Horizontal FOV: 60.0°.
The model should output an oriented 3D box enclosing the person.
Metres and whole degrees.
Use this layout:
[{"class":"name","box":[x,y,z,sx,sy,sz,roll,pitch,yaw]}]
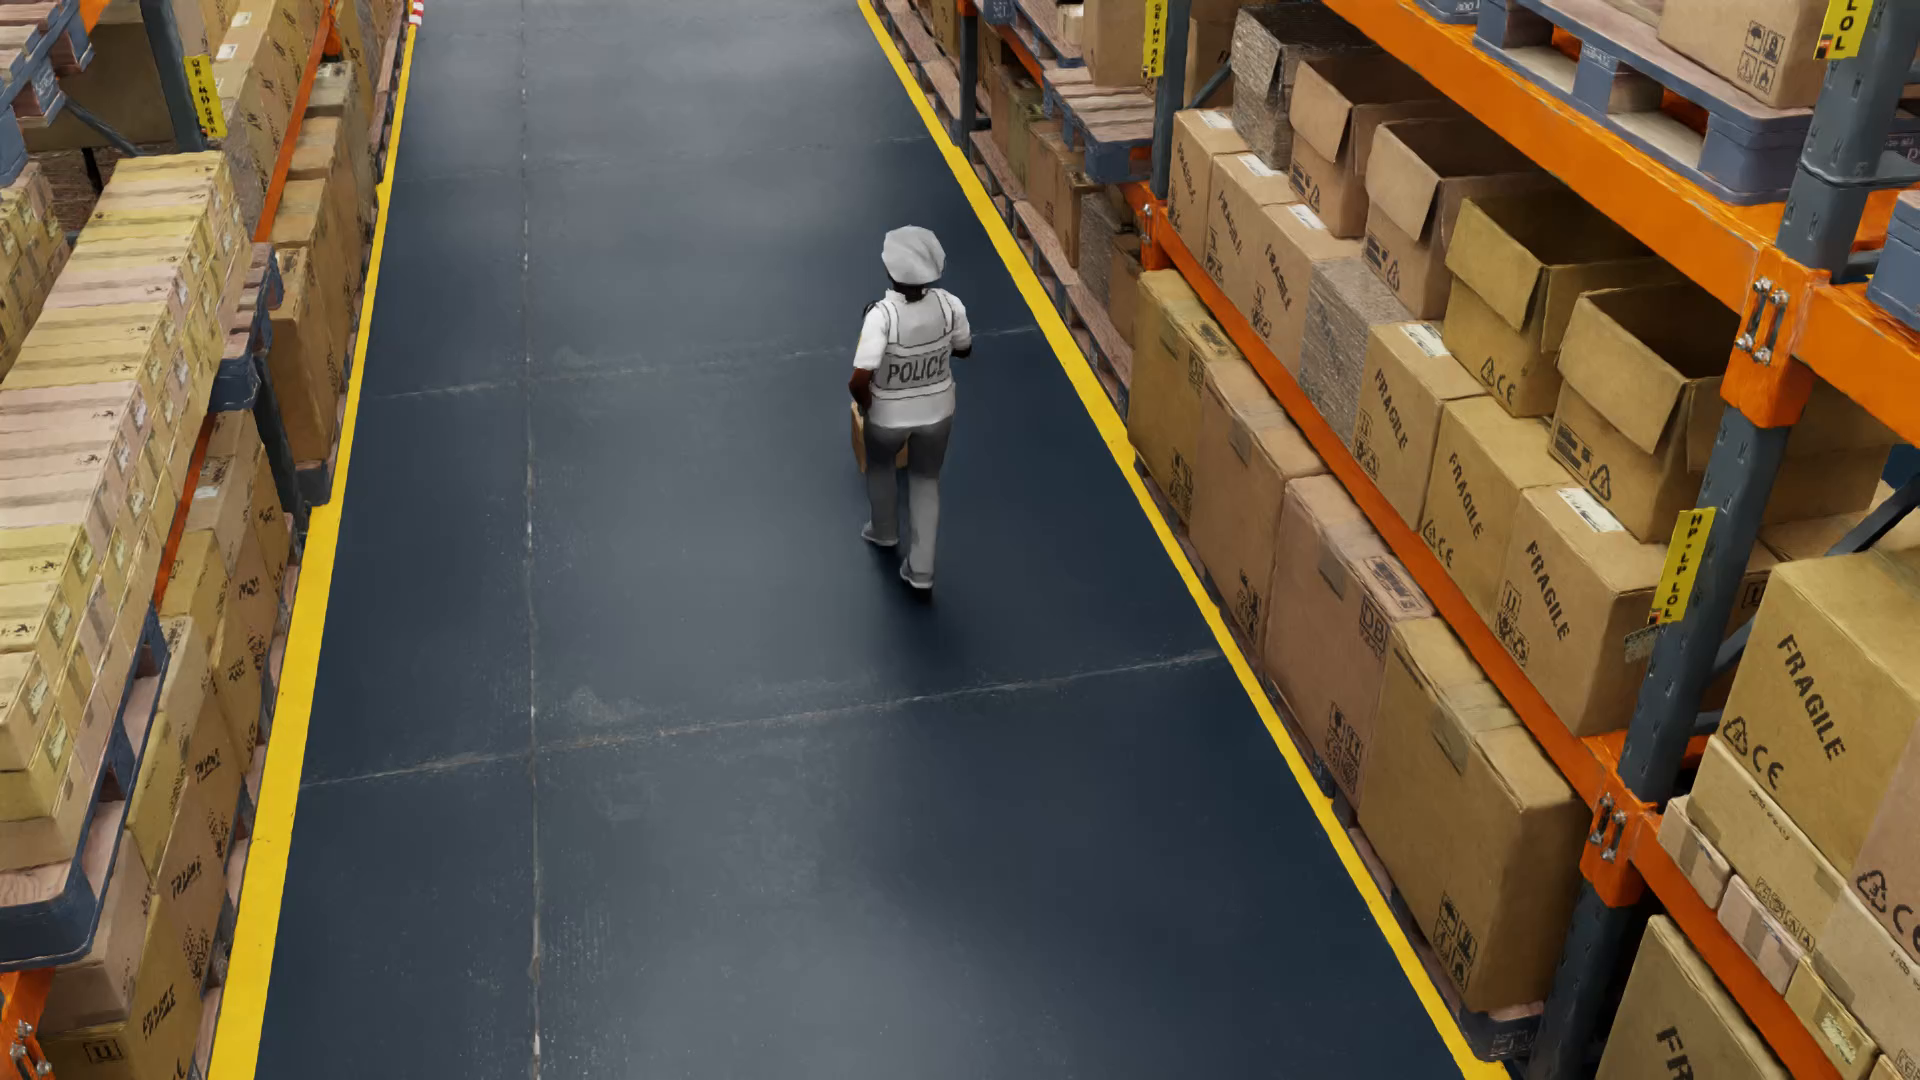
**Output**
[{"class":"person","box":[-0.228,-0.563,6.943,0.548,1.708,0.749,-6,35,-9]}]
